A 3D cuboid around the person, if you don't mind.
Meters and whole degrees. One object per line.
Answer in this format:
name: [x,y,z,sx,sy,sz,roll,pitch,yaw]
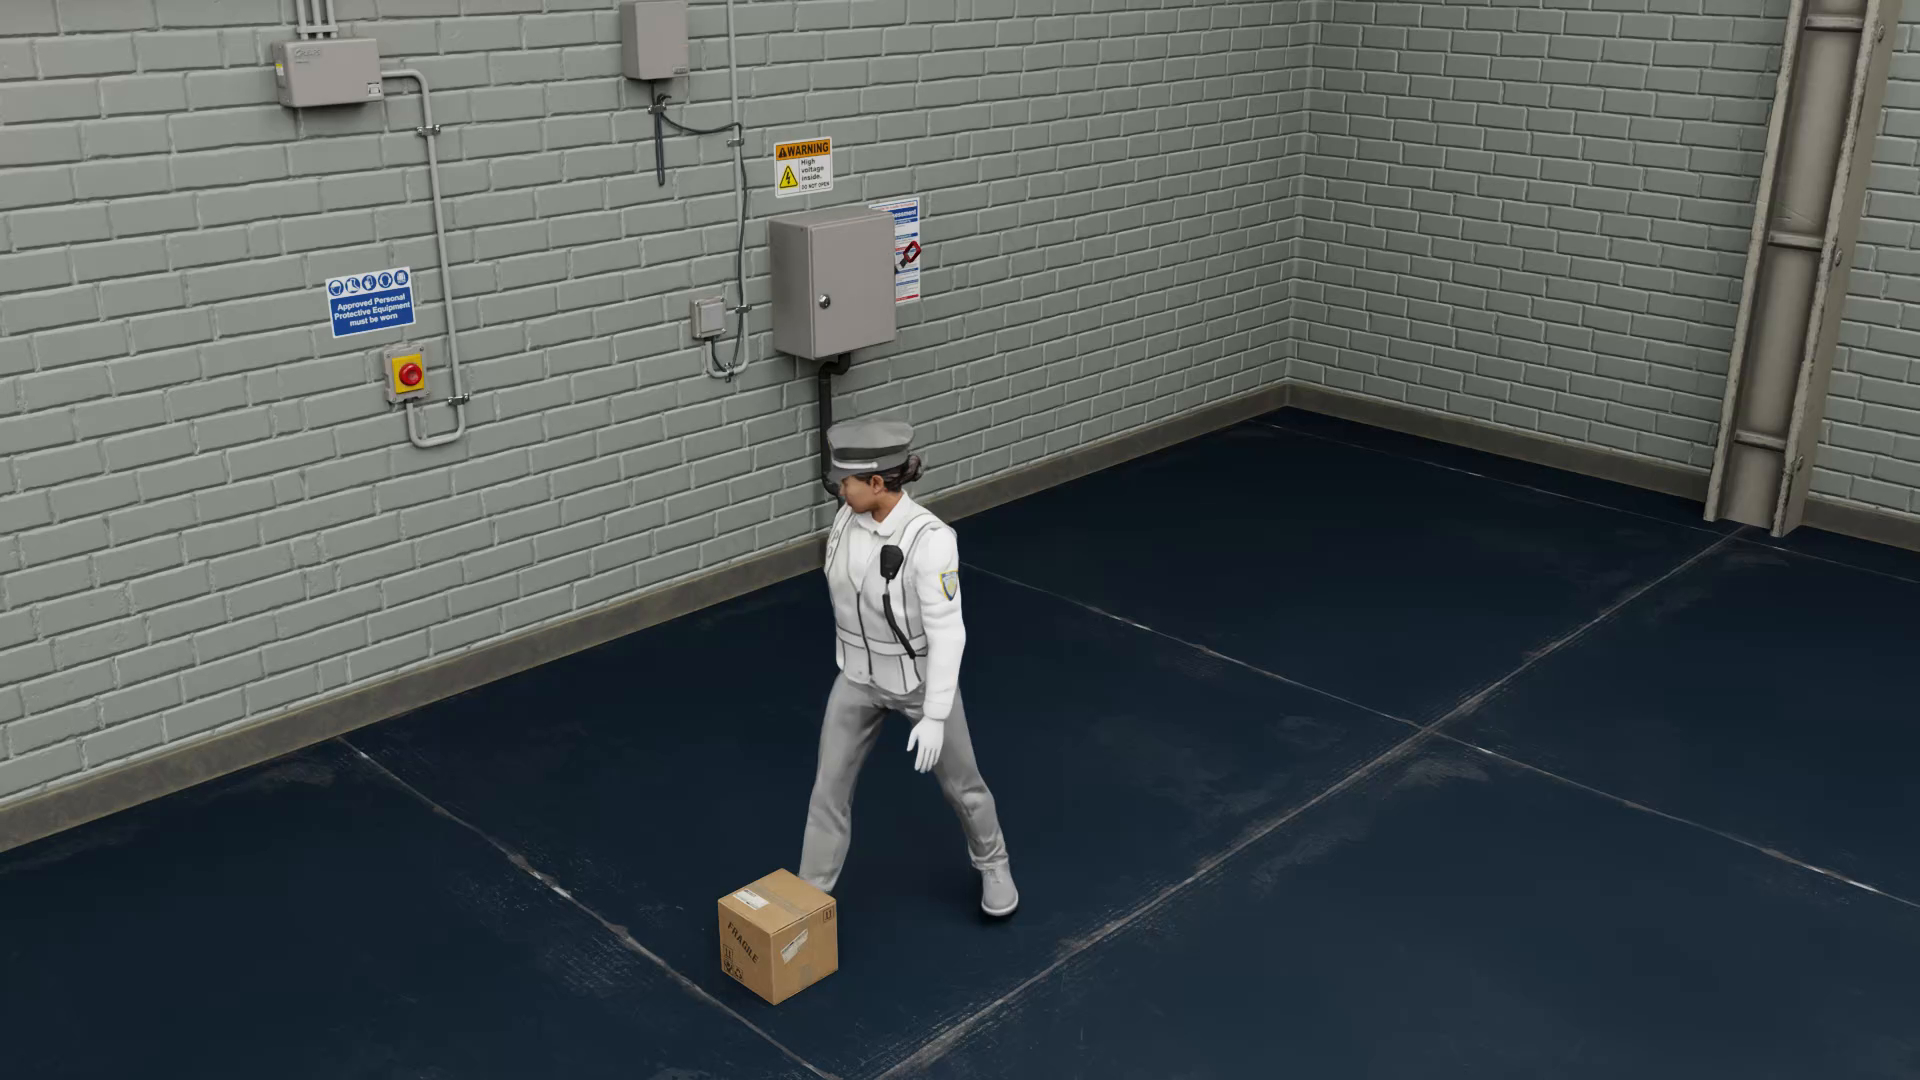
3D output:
person: [-0.205,0.439,4.912,0.604,1.612,0.837,12,24,29]
